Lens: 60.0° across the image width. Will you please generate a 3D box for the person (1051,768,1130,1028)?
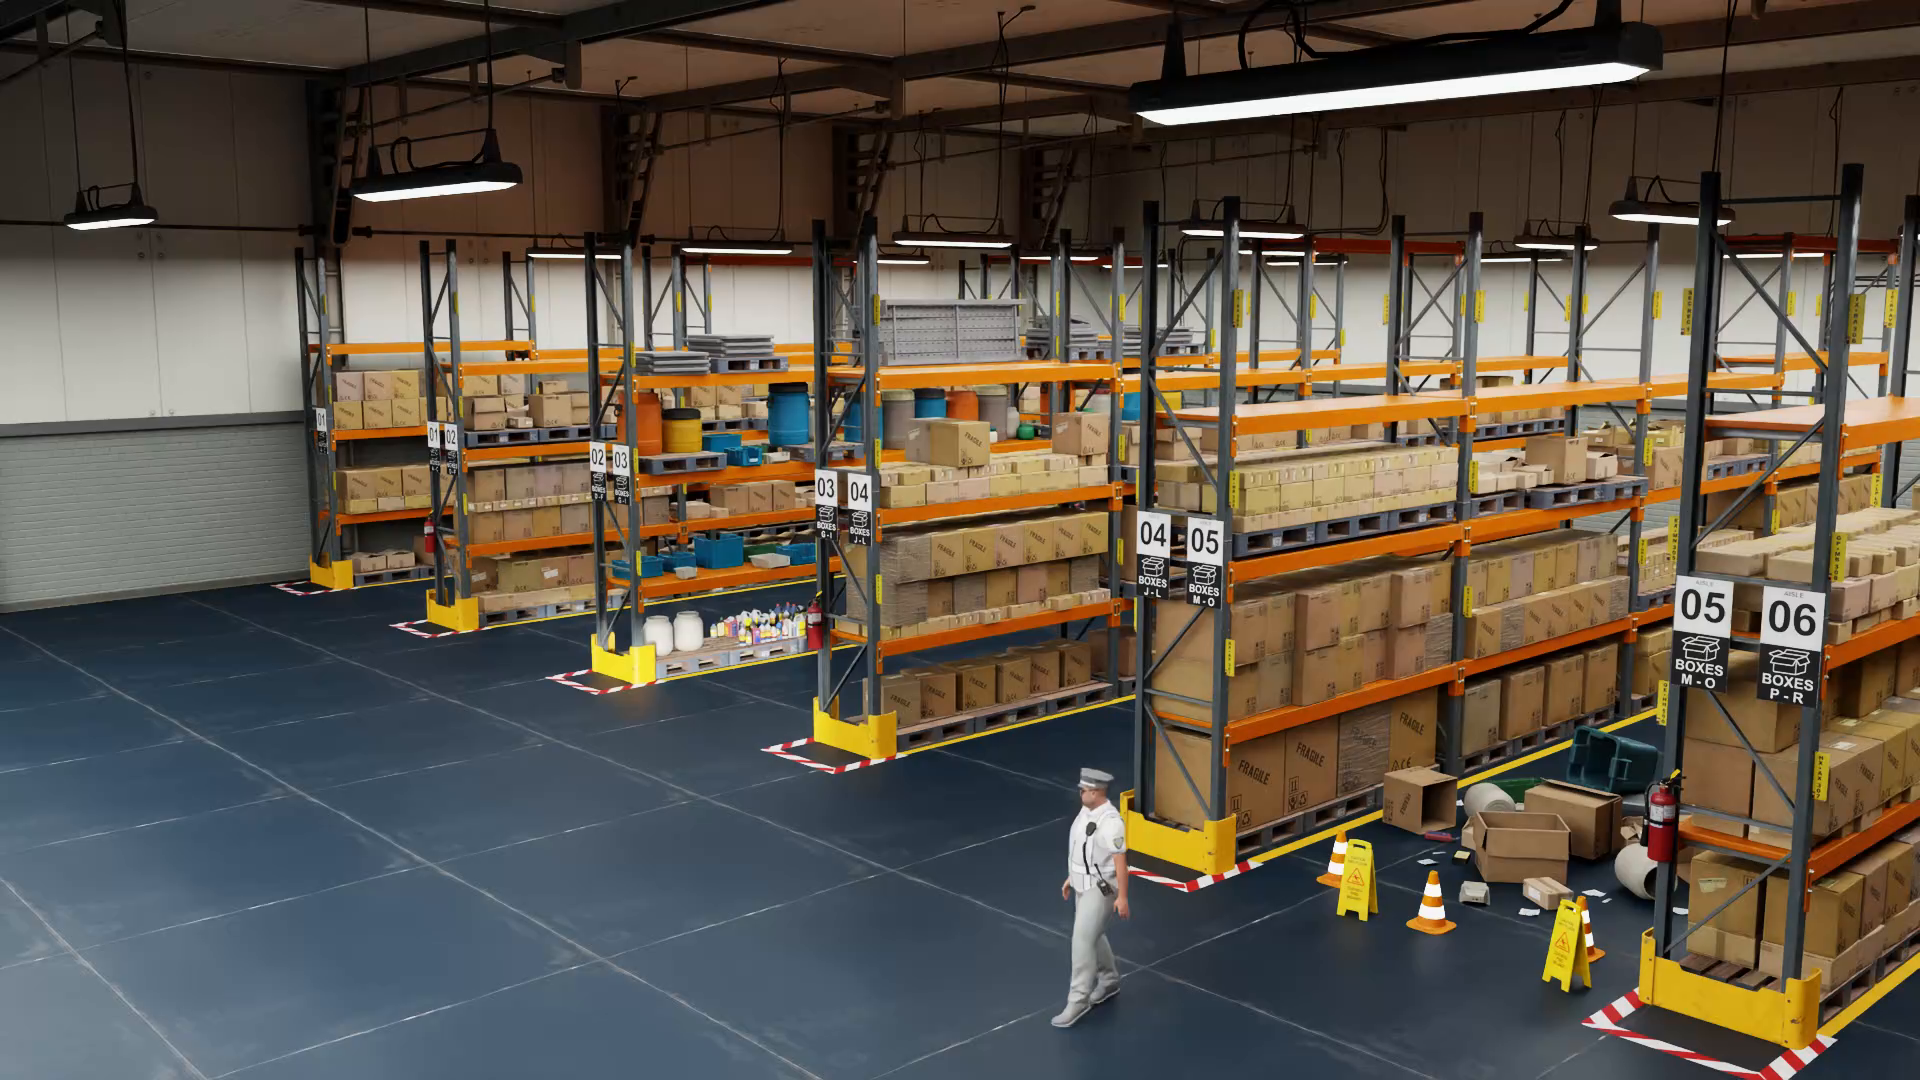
[{"bbox_3d":[0.895,2.551,12.079,0.661,1.755,0.650,-2,9,-16],"label":"person"}]
